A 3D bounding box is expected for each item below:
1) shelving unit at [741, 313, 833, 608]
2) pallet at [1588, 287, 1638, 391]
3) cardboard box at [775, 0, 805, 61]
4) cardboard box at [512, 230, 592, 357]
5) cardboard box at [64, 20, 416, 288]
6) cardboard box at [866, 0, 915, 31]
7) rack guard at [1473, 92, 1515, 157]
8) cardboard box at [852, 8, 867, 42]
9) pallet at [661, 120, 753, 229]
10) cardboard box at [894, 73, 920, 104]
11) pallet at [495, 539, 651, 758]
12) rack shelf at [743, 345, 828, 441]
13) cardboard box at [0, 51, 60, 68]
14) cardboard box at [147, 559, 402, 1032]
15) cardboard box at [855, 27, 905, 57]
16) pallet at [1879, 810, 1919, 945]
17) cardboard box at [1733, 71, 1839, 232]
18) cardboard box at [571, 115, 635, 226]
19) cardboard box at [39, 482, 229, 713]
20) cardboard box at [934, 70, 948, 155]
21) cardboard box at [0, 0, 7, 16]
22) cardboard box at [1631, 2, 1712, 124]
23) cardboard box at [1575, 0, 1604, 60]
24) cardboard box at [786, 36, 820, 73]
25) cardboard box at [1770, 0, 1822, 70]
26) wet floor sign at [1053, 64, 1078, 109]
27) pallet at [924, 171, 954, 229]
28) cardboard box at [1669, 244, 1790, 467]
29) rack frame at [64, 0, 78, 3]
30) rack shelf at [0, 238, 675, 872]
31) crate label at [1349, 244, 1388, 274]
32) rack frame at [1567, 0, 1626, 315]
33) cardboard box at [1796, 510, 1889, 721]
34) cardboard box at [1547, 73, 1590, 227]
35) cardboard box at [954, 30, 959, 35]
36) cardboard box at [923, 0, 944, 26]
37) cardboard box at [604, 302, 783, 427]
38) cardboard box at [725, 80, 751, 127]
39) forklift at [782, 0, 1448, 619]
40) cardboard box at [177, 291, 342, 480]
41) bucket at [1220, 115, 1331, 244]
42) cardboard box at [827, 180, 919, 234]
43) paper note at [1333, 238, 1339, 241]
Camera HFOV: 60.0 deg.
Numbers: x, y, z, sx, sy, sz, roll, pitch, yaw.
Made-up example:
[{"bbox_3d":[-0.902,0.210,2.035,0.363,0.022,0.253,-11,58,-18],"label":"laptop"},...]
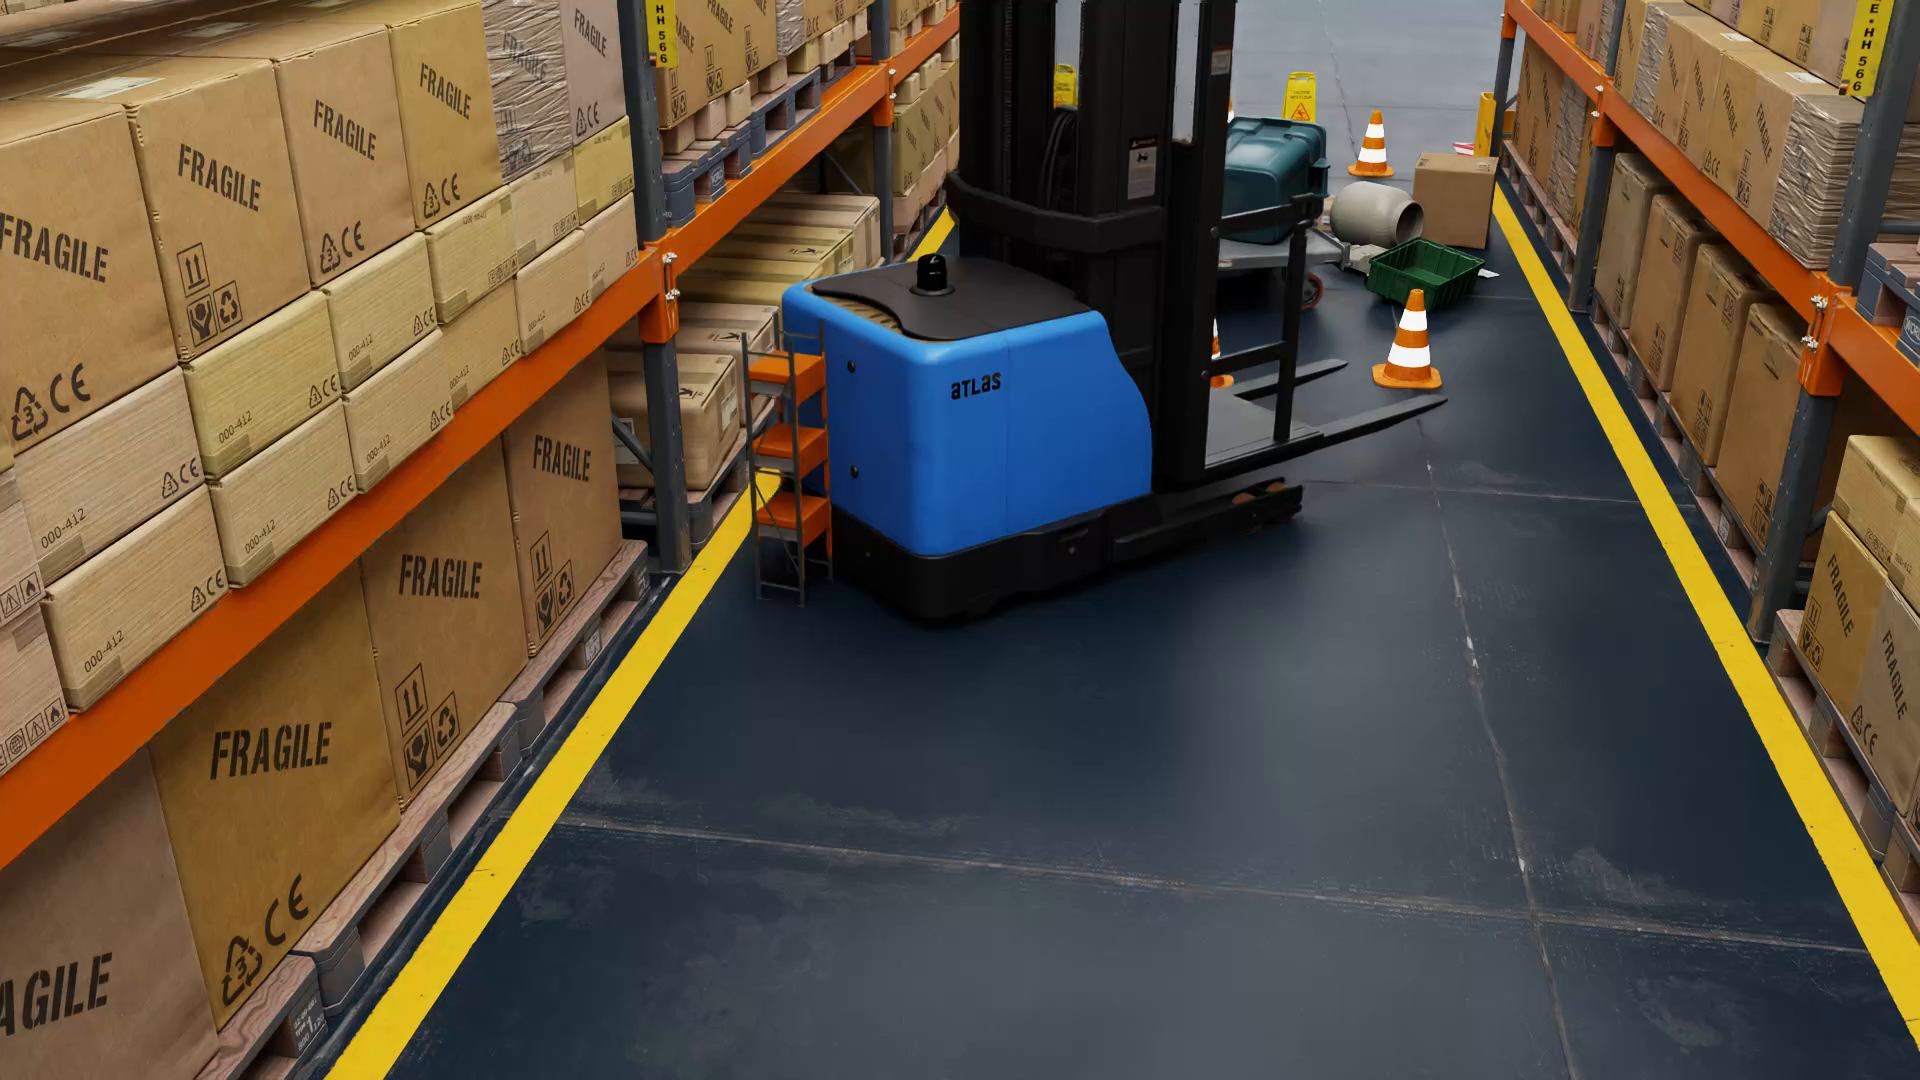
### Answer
[{"bbox_3d":[-0.628,-0.286,6.122,0.215,1.050,0.252,10,27,19],"label":"shelving unit"},{"bbox_3d":[3.945,-1.055,8.755,1.003,0.211,1.213,4,25,9],"label":"pallet"},{"bbox_3d":[-1.007,-2.466,7.516,0.500,0.500,0.500,3,25,7],"label":"cardboard box"},{"bbox_3d":[-1.451,-0.762,5.016,0.500,0.250,0.500,4,25,9],"label":"cardboard box"},{"bbox_3d":[-1.636,-0.904,3.846,0.500,0.500,0.500,4,25,8],"label":"cardboard box"},{"bbox_3d":[-0.556,-3.292,9.775,0.500,0.500,0.500,4,25,8],"label":"cardboard box"},{"bbox_3d":[4.655,-3.197,12.990,1.175,0.500,0.348,4,25,9],"label":"rack guard"},{"bbox_3d":[-0.715,-2.789,8.971,0.380,0.149,0.250,4,25,9],"label":"cardboard box"},{"bbox_3d":[-1.545,-1.492,6.626,1.213,0.211,1.003,4,25,9],"label":"pallet"},{"bbox_3d":[-0.460,-2.801,10.295,0.380,0.149,0.250,4,25,9],"label":"cardboard box"},{"bbox_3d":[-1.760,0.314,5.831,1.003,0.211,1.213,4,25,9],"label":"pallet"},{"bbox_3d":[-0.628,-0.533,6.006,0.215,0.259,0.240,10,27,19],"label":"rack shelf"},{"bbox_3d":[-2.205,-0.731,3.476,0.500,0.500,0.500,5,26,10],"label":"cardboard box"},{"bbox_3d":[-2.048,0.528,4.095,0.875,0.875,0.875,5,26,10],"label":"cardboard box"},{"bbox_3d":[-0.535,-2.943,9.794,0.380,0.149,0.250,4,25,8],"label":"cardboard box"},{"bbox_3d":[3.013,1.125,4.097,1.003,0.211,1.213,4,25,9],"label":"pallet"},{"bbox_3d":[3.235,-1.434,6.157,0.500,0.500,0.500,4,25,9],"label":"cardboard box"},{"bbox_3d":[-1.385,-1.212,5.389,0.500,0.250,0.500,4,25,8],"label":"cardboard box"},{"bbox_3d":[-1.795,0.085,3.208,0.500,0.250,0.500,3,25,7],"label":"cardboard box"},{"bbox_3d":[-0.378,-2.901,11.272,0.500,0.500,0.500,5,26,11],"label":"cardboard box"},{"bbox_3d":[-5.705,-3.009,9.227,0.500,0.250,0.500,3,25,7],"label":"cardboard box"},{"bbox_3d":[3.564,-2.279,7.962,0.500,0.500,0.500,4,25,9],"label":"cardboard box"},{"bbox_3d":[4.113,-3.101,9.659,0.875,0.550,0.550,4,25,9],"label":"cardboard box"},{"bbox_3d":[-0.895,-2.363,8.061,0.380,0.149,0.250,4,25,8],"label":"cardboard box"},{"bbox_3d":[3.590,-2.085,6.368,0.700,0.500,0.500,4,25,8],"label":"cardboard box"},{"bbox_3d":[0.838,-3.559,13.592,0.267,0.644,0.232,13,28,26],"label":"wet floor sign"},{"bbox_3d":[-0.631,-2.479,11.797,1.003,0.211,1.213,4,25,9],"label":"pallet"},{"bbox_3d":[3.671,-0.759,6.991,1.050,0.750,0.750,4,25,9],"label":"cardboard box"},{"bbox_3d":[-5.800,-3.289,10.239,1.000,3.000,0.127,4,25,9],"label":"rack frame"},{"bbox_3d":[-1.883,-0.112,4.299,1.077,0.370,4.000,4,25,9],"label":"rack shelf"},{"bbox_3d":[2.526,-1.740,10.306,0.298,0.136,0.250,-14,29,-27],"label":"crate label"},{"bbox_3d":[3.997,-2.646,8.865,1.000,3.000,0.127,4,25,9],"label":"rack frame"},{"bbox_3d":[2.976,0.247,5.137,0.500,0.500,0.500,3,25,6],"label":"cardboard box"},{"bbox_3d":[4.313,-2.509,10.584,0.875,0.875,0.875,4,25,9],"label":"cardboard box"},{"bbox_3d":[-0.161,-3.582,11.962,0.380,0.149,0.250,4,25,9],"label":"cardboard box"},{"bbox_3d":[-0.317,-3.477,10.936,0.380,0.149,0.250,4,25,9],"label":"cardboard box"},{"bbox_3d":[-1.342,-0.819,7.565,0.950,0.372,0.625,4,25,8],"label":"cardboard box"},{"bbox_3d":[-1.085,-1.814,6.888,0.380,0.149,0.250,4,25,9],"label":"cardboard box"},{"bbox_3d":[0.807,-1.516,6.532,3.031,2.935,1.130,-17,30,-32],"label":"forklift"},{"bbox_3d":[-1.694,-0.353,3.553,0.500,0.250,0.500,4,25,9],"label":"cardboard box"},{"bbox_3d":[1.745,-2.069,9.699,0.726,0.611,0.620,13,38,26],"label":"bucket"},{"bbox_3d":[-0.540,-2.120,10.488,0.500,0.250,0.500,3,25,6],"label":"cardboard box"},{"bbox_3d":[2.414,-1.993,10.980,0.172,0.023,0.155,13,28,26],"label":"paper note"}]
